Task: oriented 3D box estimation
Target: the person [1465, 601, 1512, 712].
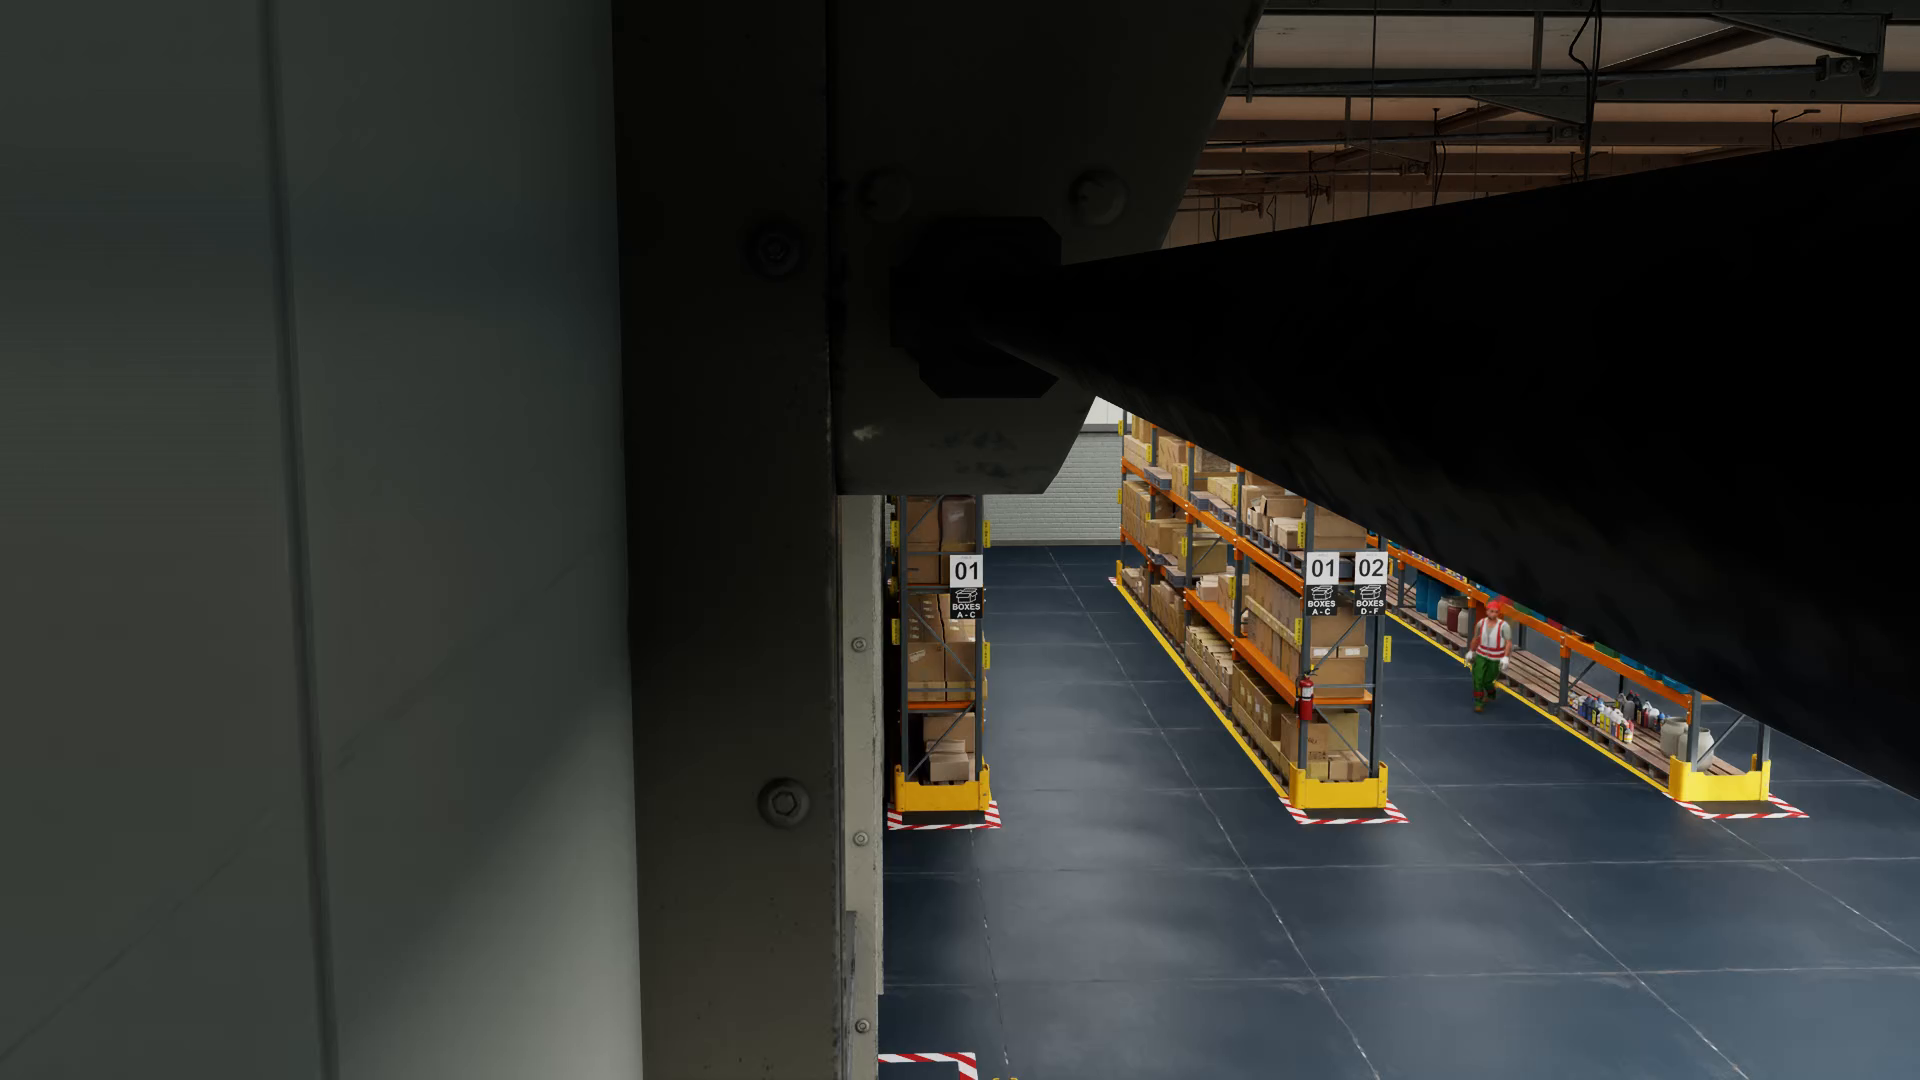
[{"bbox_3d":[8.056,1.756,25.327,0.700,1.722,0.743,6,10,35],"label":"person"}]
